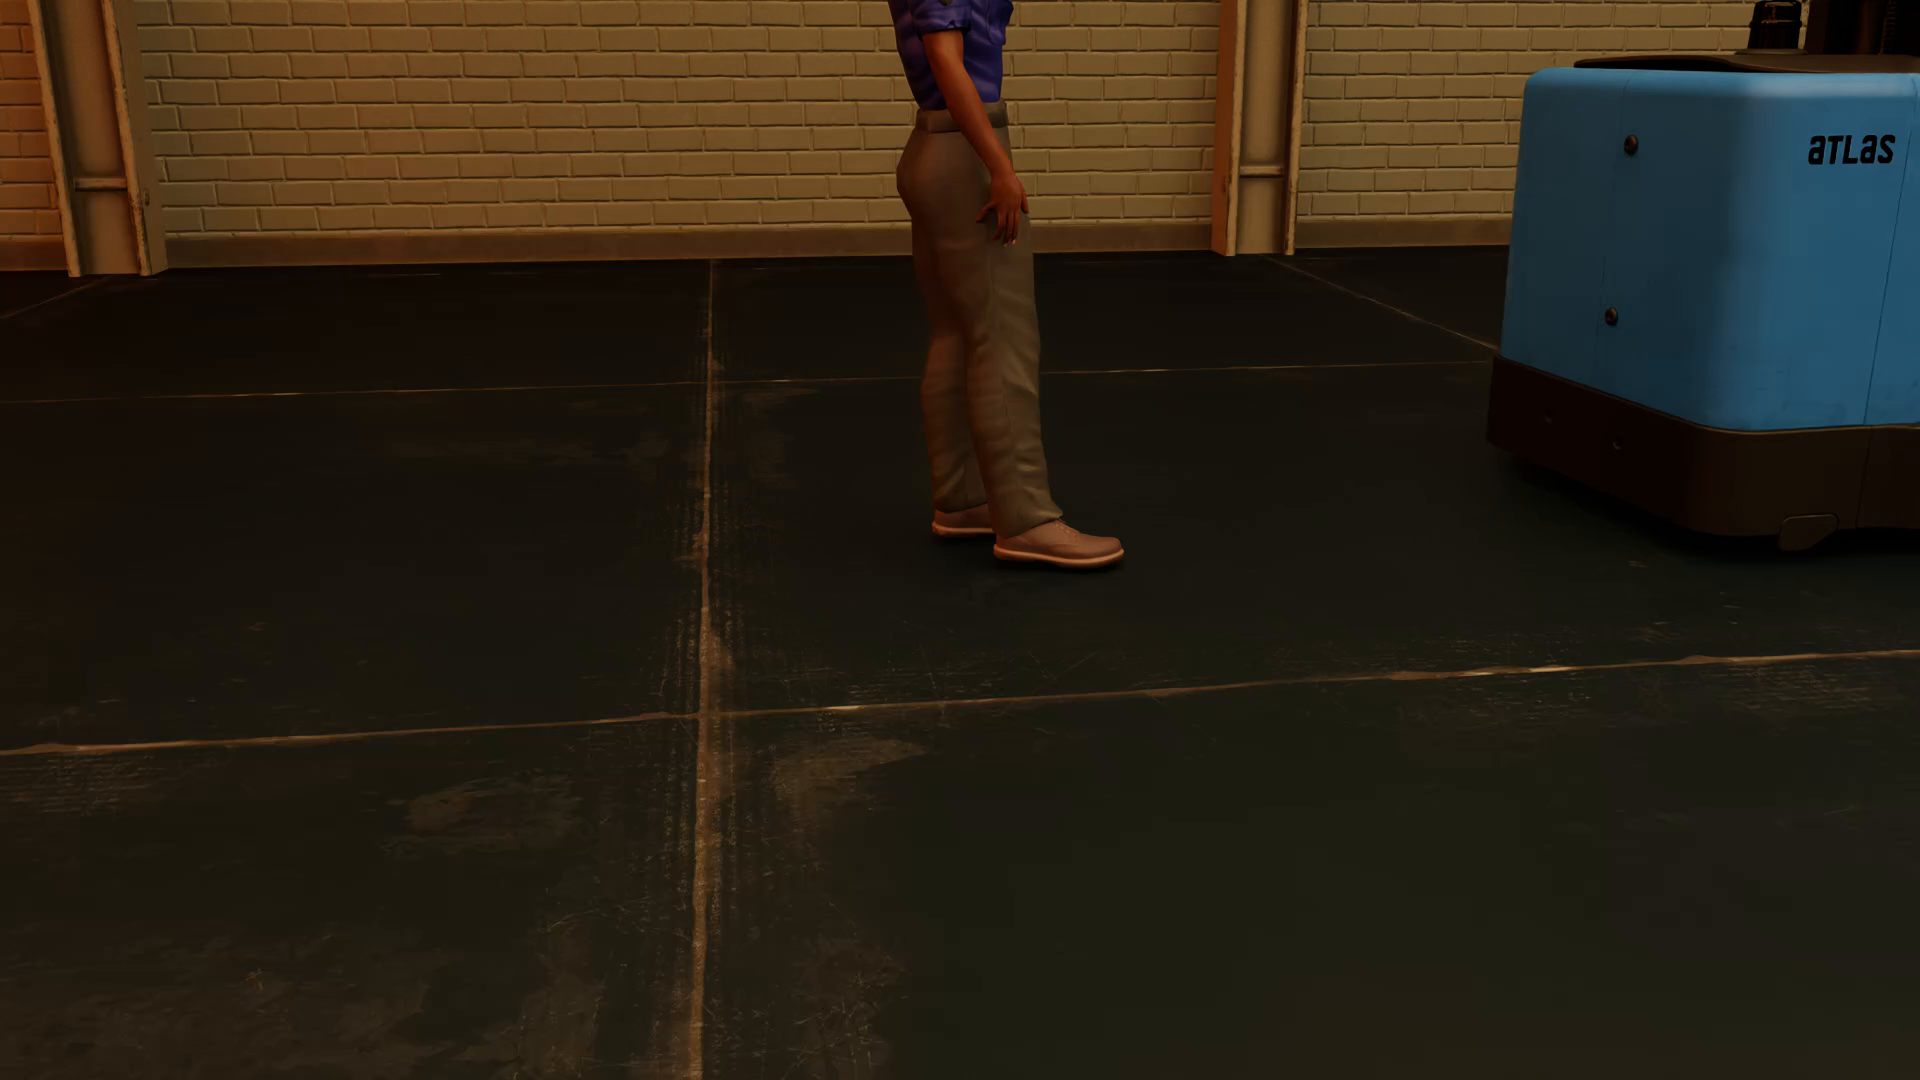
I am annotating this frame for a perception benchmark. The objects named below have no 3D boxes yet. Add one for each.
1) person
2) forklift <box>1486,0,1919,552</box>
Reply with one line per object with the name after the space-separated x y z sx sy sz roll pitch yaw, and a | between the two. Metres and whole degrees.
0.090 -0.797 3.718 0.503 1.656 0.569 -2 17 -8 | person
3.038 -1.578 4.123 3.031 2.935 1.130 -4 17 -12 | forklift
